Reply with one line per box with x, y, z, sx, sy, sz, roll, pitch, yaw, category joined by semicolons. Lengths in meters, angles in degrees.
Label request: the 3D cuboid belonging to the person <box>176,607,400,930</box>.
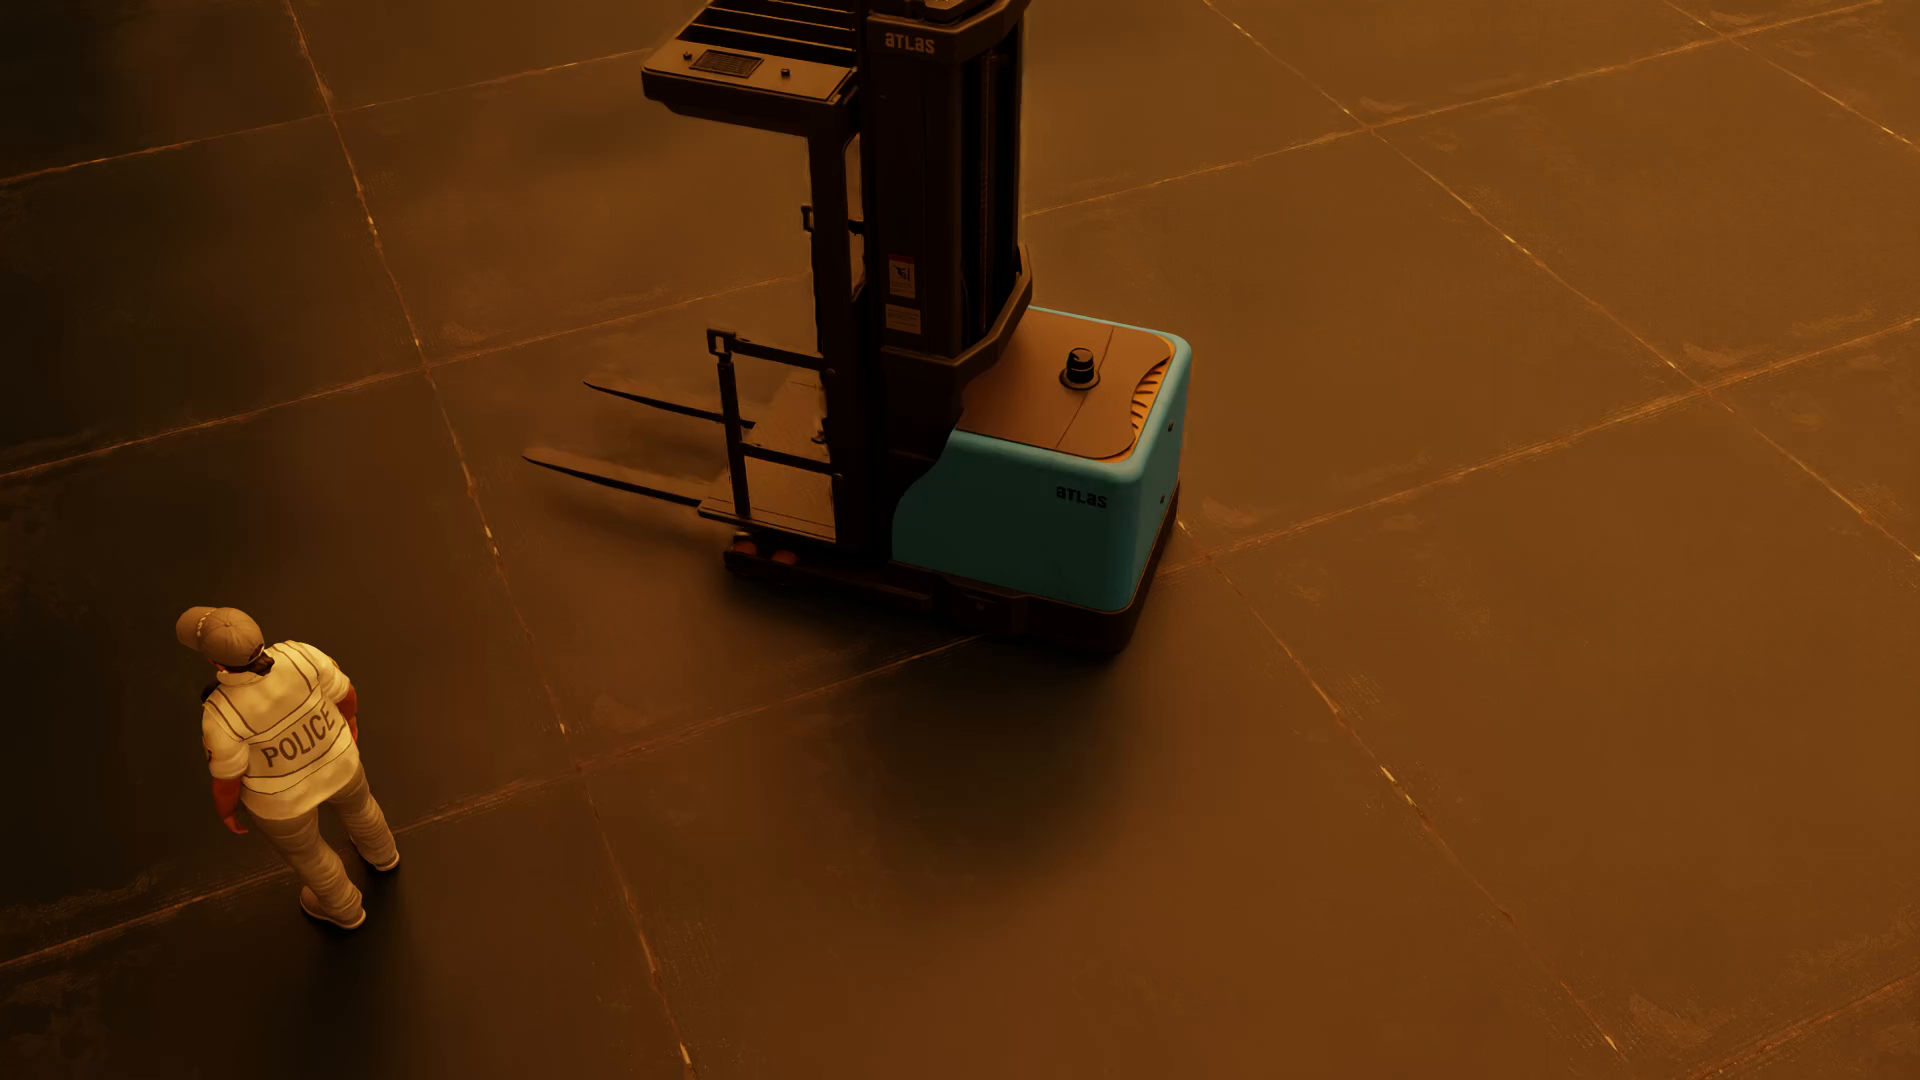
-2.340;0.764;5.779;0.531;1.670;0.596;28;50;27;person

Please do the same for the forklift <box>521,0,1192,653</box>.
-0.557;-1.188;6.953;3.031;2.935;1.130;13;45;14;forklift
